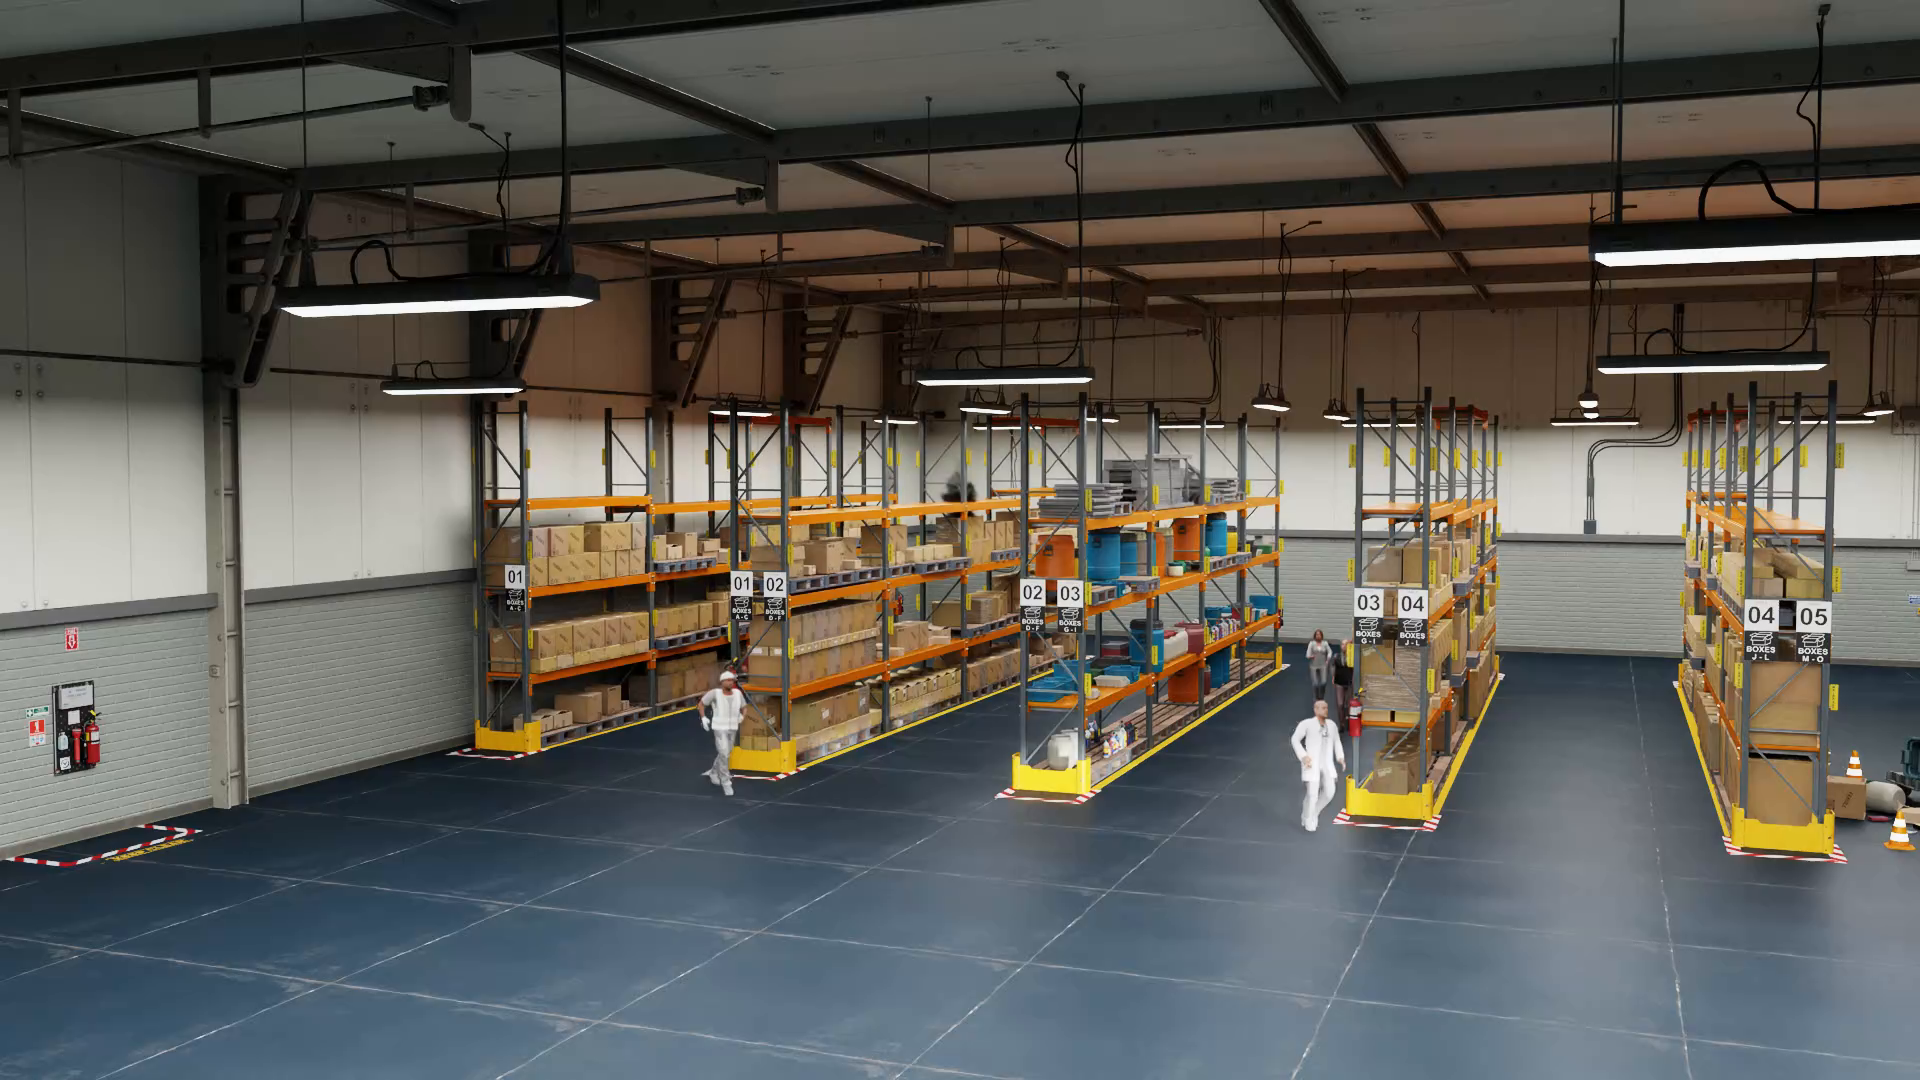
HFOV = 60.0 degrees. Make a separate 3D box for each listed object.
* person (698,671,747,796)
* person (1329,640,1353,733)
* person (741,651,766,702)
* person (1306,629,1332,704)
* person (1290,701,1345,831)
[{"bbox_3d":[-3.541,2.889,25.129,0.695,1.823,0.888,-2,4,-39],"label":"person"},{"bbox_3d":[7.129,2.672,30.651,0.681,1.690,0.732,1,3,24],"label":"person"},{"bbox_3d":[-3.732,2.673,30.562,0.638,1.786,0.767,1,3,16],"label":"person"},{"bbox_3d":[7.177,2.590,33.232,0.515,1.604,0.625,0,3,10],"label":"person"},{"bbox_3d":[4.875,3.053,22.519,0.770,1.722,0.554,-1,3,-11],"label":"person"}]
